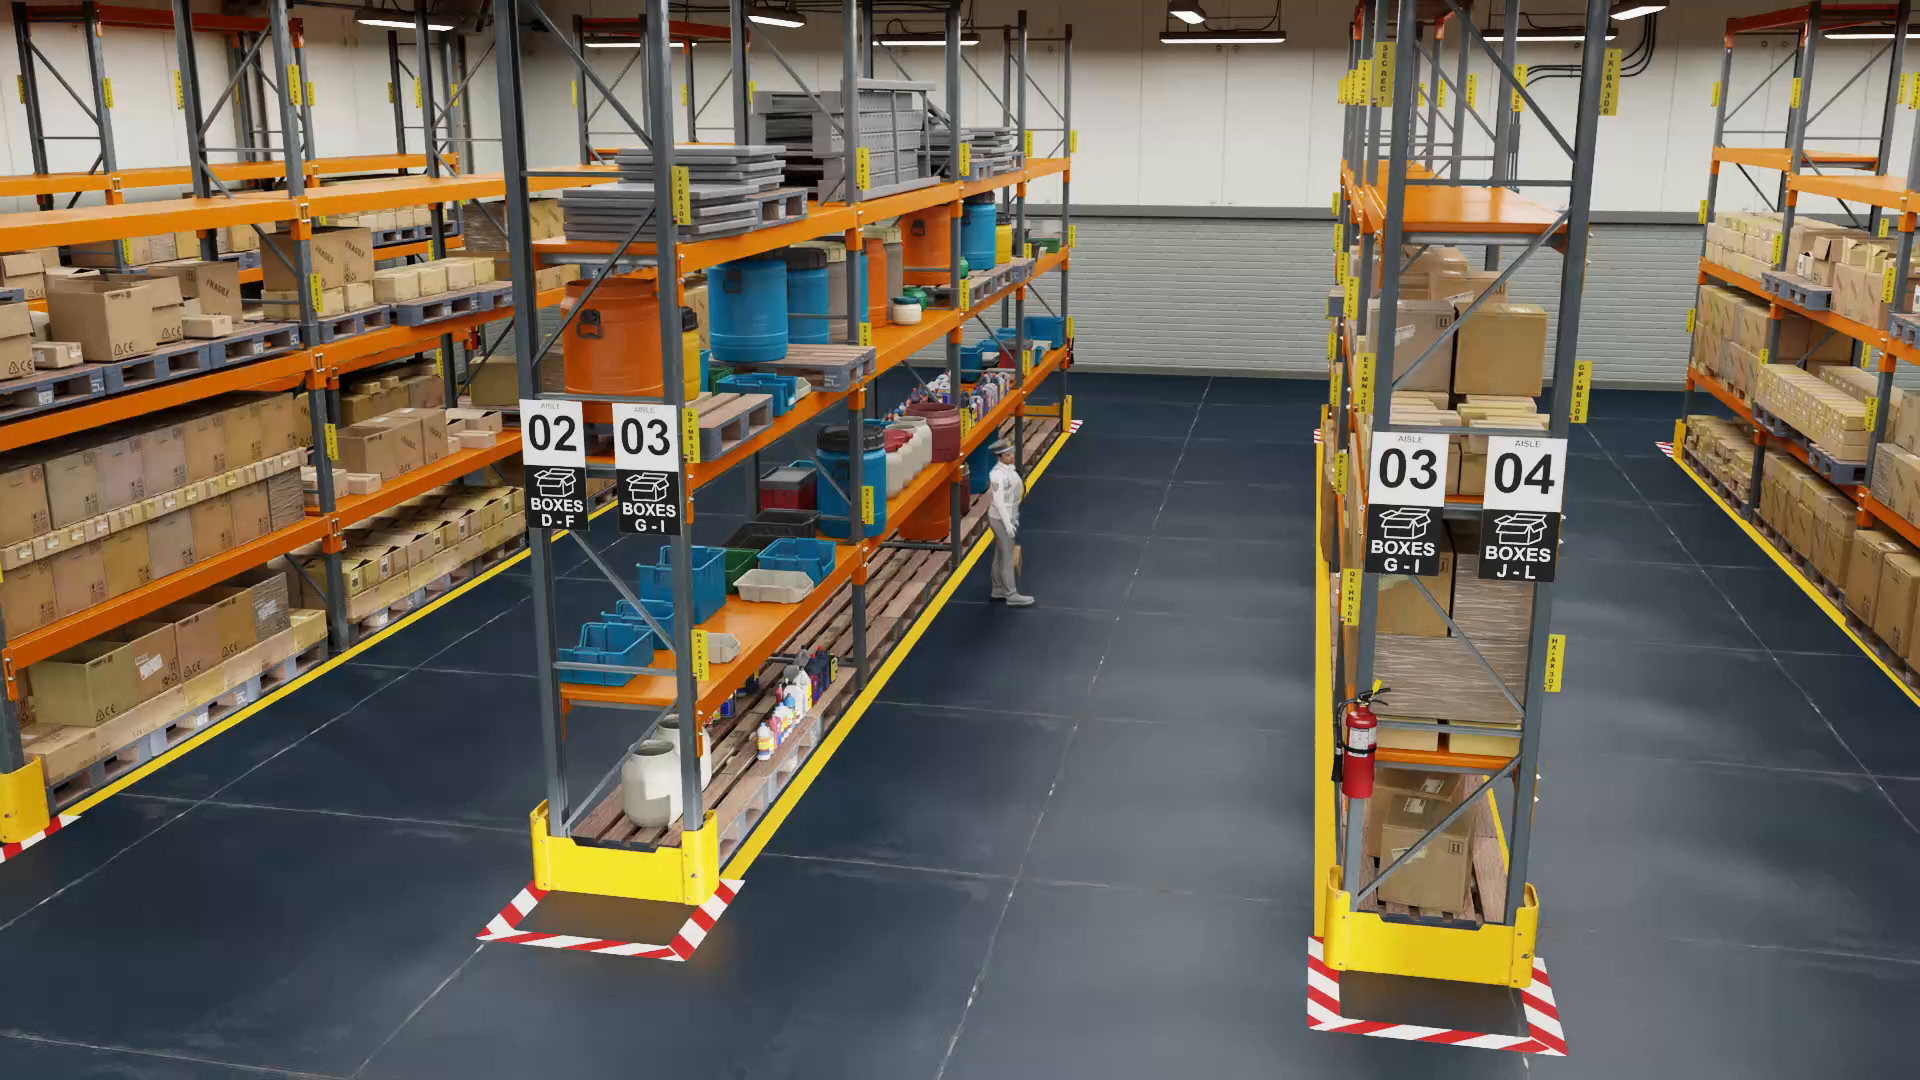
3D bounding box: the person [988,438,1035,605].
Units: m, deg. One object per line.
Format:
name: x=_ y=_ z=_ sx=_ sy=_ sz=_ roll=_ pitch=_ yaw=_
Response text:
person: x=0.533 y=-0.190 z=16.608 sx=0.501 sy=1.689 sz=0.522 roll=5 pitch=15 yaw=17
